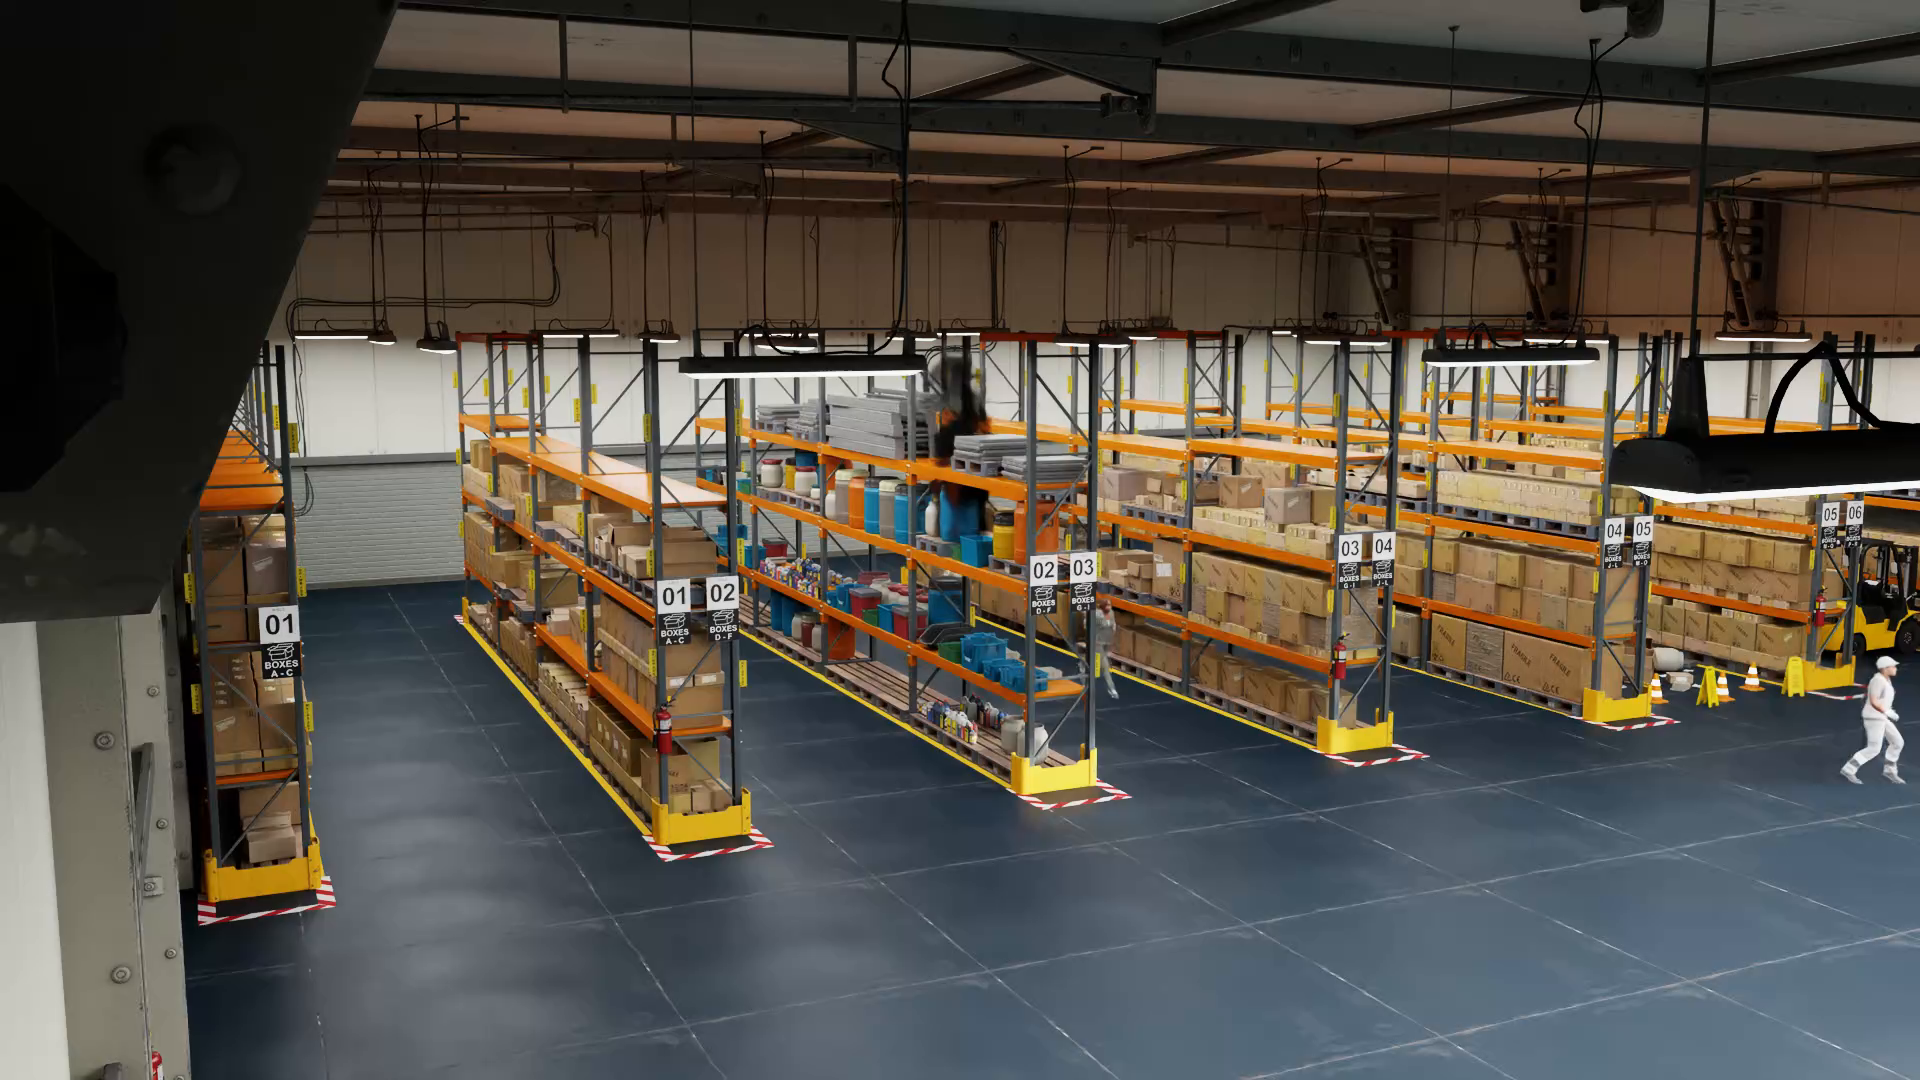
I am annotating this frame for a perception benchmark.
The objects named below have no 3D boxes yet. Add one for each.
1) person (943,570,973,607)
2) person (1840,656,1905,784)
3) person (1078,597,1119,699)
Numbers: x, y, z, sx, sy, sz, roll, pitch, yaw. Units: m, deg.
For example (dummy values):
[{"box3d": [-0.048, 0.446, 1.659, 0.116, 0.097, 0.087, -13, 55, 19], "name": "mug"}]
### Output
[{"box3d": [-0.022, 1.025, 33.139, 0.674, 1.760, 0.733, -4, 9, -27], "name": "person"}, {"box3d": [12.417, 2.452, 22.490, 0.739, 1.774, 0.898, 5, 9, 31], "name": "person"}, {"box3d": [2.220, 1.684, 26.726, 0.536, 1.605, 0.937, -6, 10, -38], "name": "person"}]
